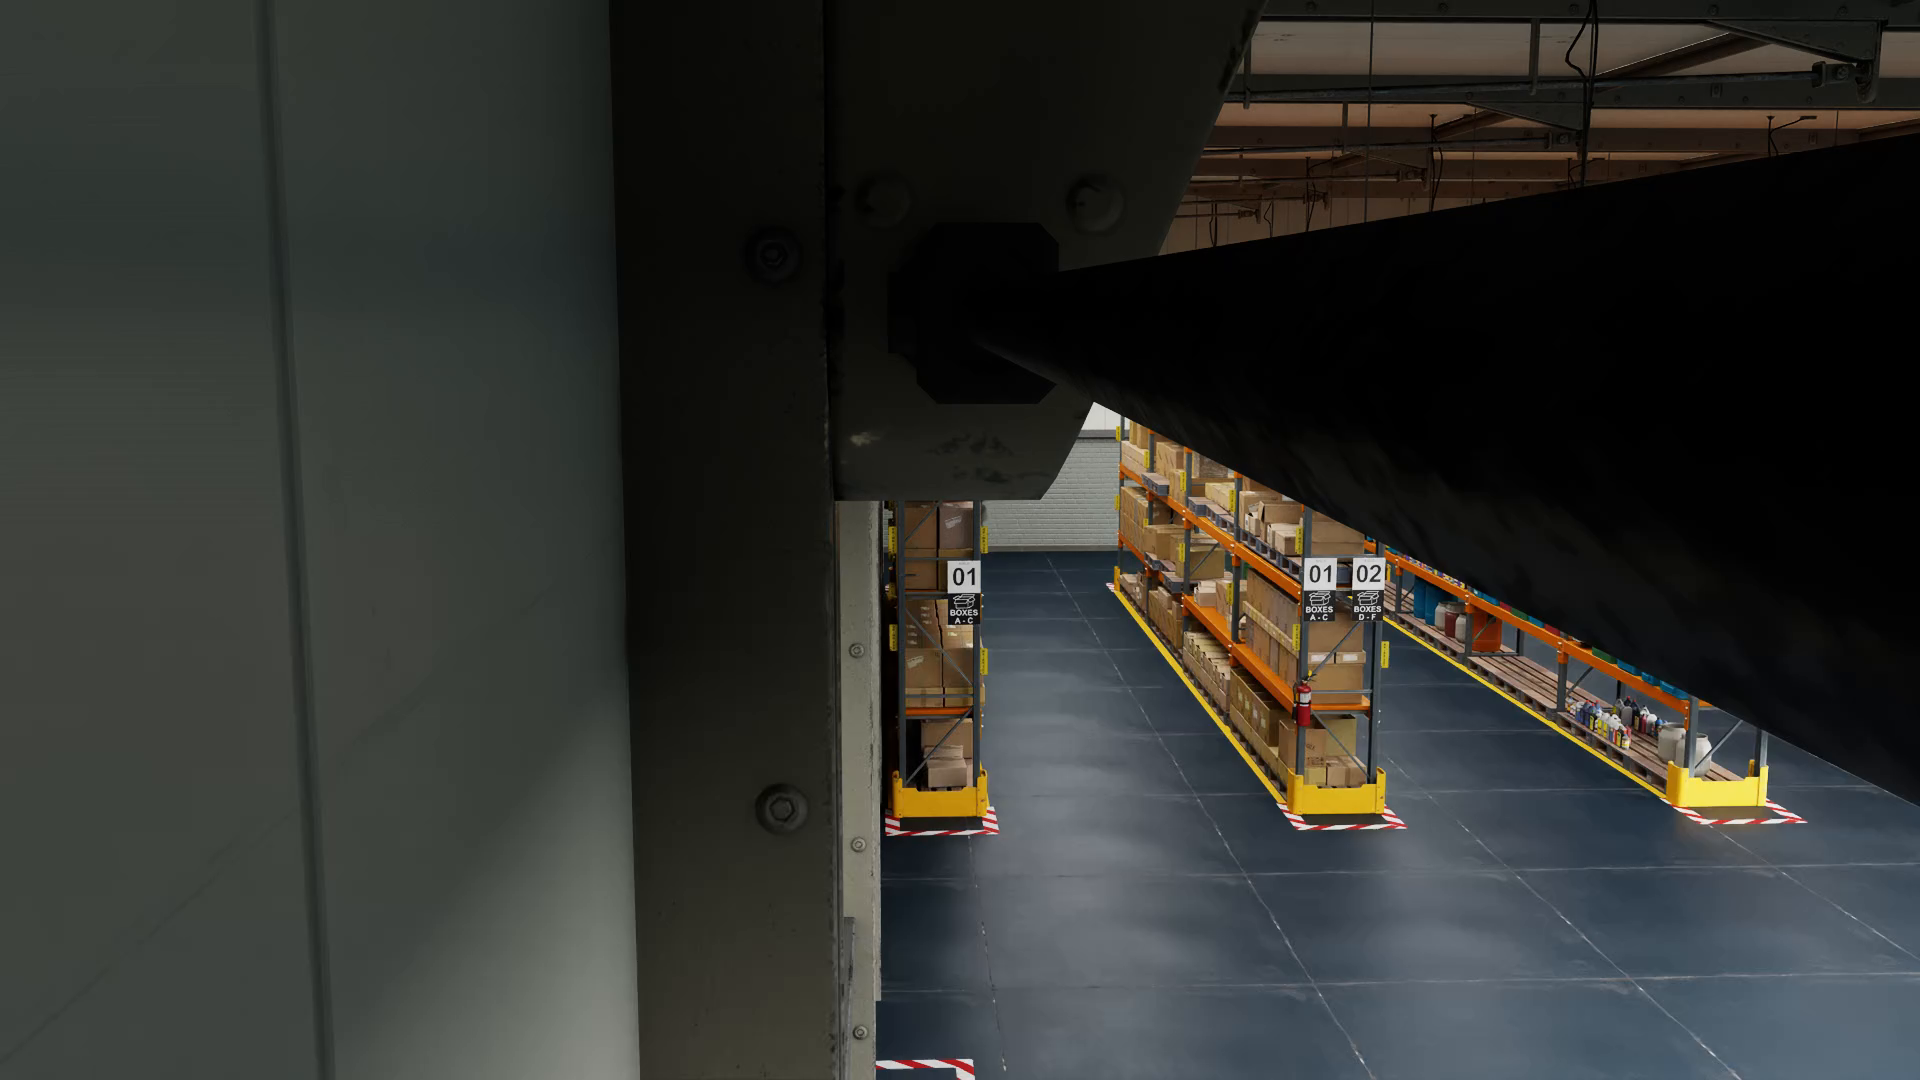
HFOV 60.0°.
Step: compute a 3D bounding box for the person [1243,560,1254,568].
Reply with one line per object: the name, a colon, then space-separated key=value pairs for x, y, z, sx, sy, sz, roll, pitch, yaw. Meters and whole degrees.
person: x=6.128 y=0.497 z=34.197 sx=0.660 sy=1.782 sz=0.991 roll=-2 pitch=8 yaw=-11
